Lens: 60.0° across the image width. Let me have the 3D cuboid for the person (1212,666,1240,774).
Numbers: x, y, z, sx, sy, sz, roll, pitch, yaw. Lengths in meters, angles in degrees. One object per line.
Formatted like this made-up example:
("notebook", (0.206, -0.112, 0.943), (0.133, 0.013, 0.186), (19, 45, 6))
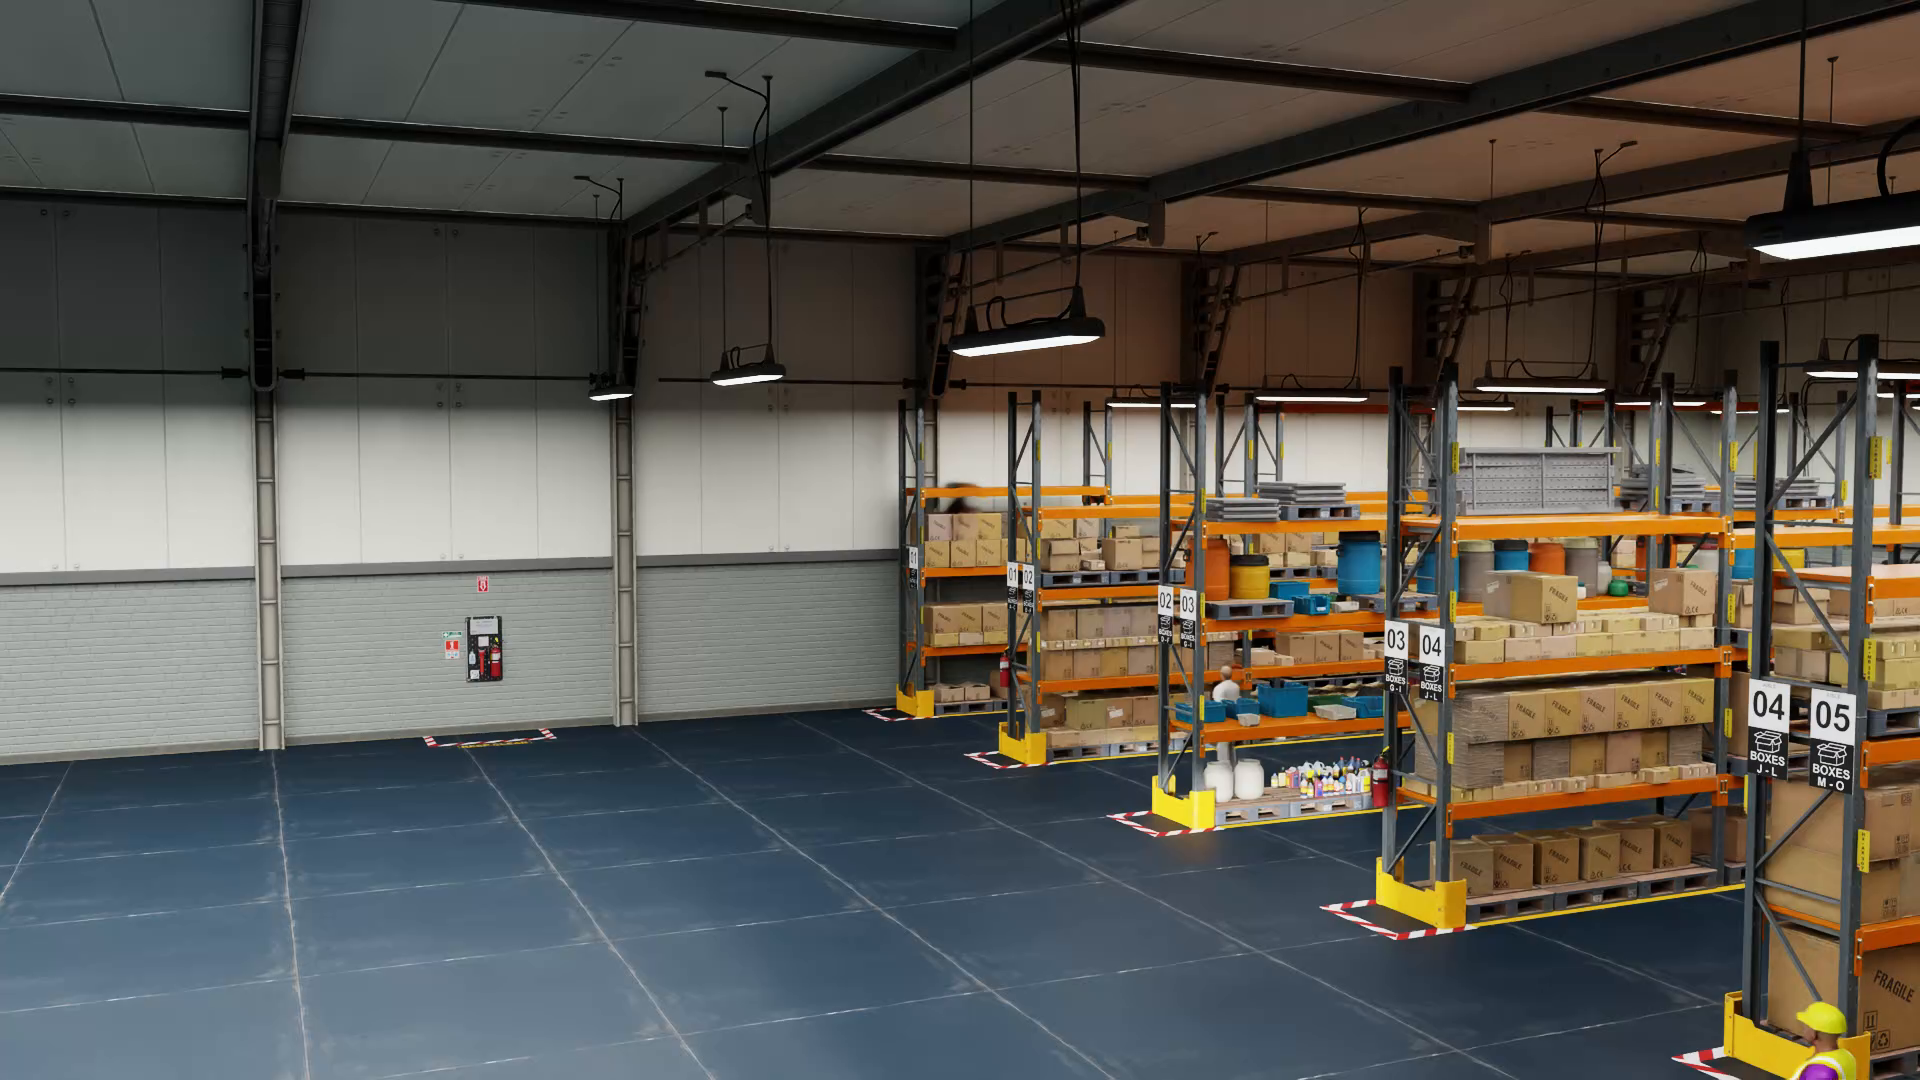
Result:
("person", (3.999, 2.813, 25.305), (0.436, 1.820, 0.591), (1, 4, 23))

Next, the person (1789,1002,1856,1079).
("person", (5.200, 3.695, 10.072), (0.396, 1.803, 0.569), (1, 4, 23))
